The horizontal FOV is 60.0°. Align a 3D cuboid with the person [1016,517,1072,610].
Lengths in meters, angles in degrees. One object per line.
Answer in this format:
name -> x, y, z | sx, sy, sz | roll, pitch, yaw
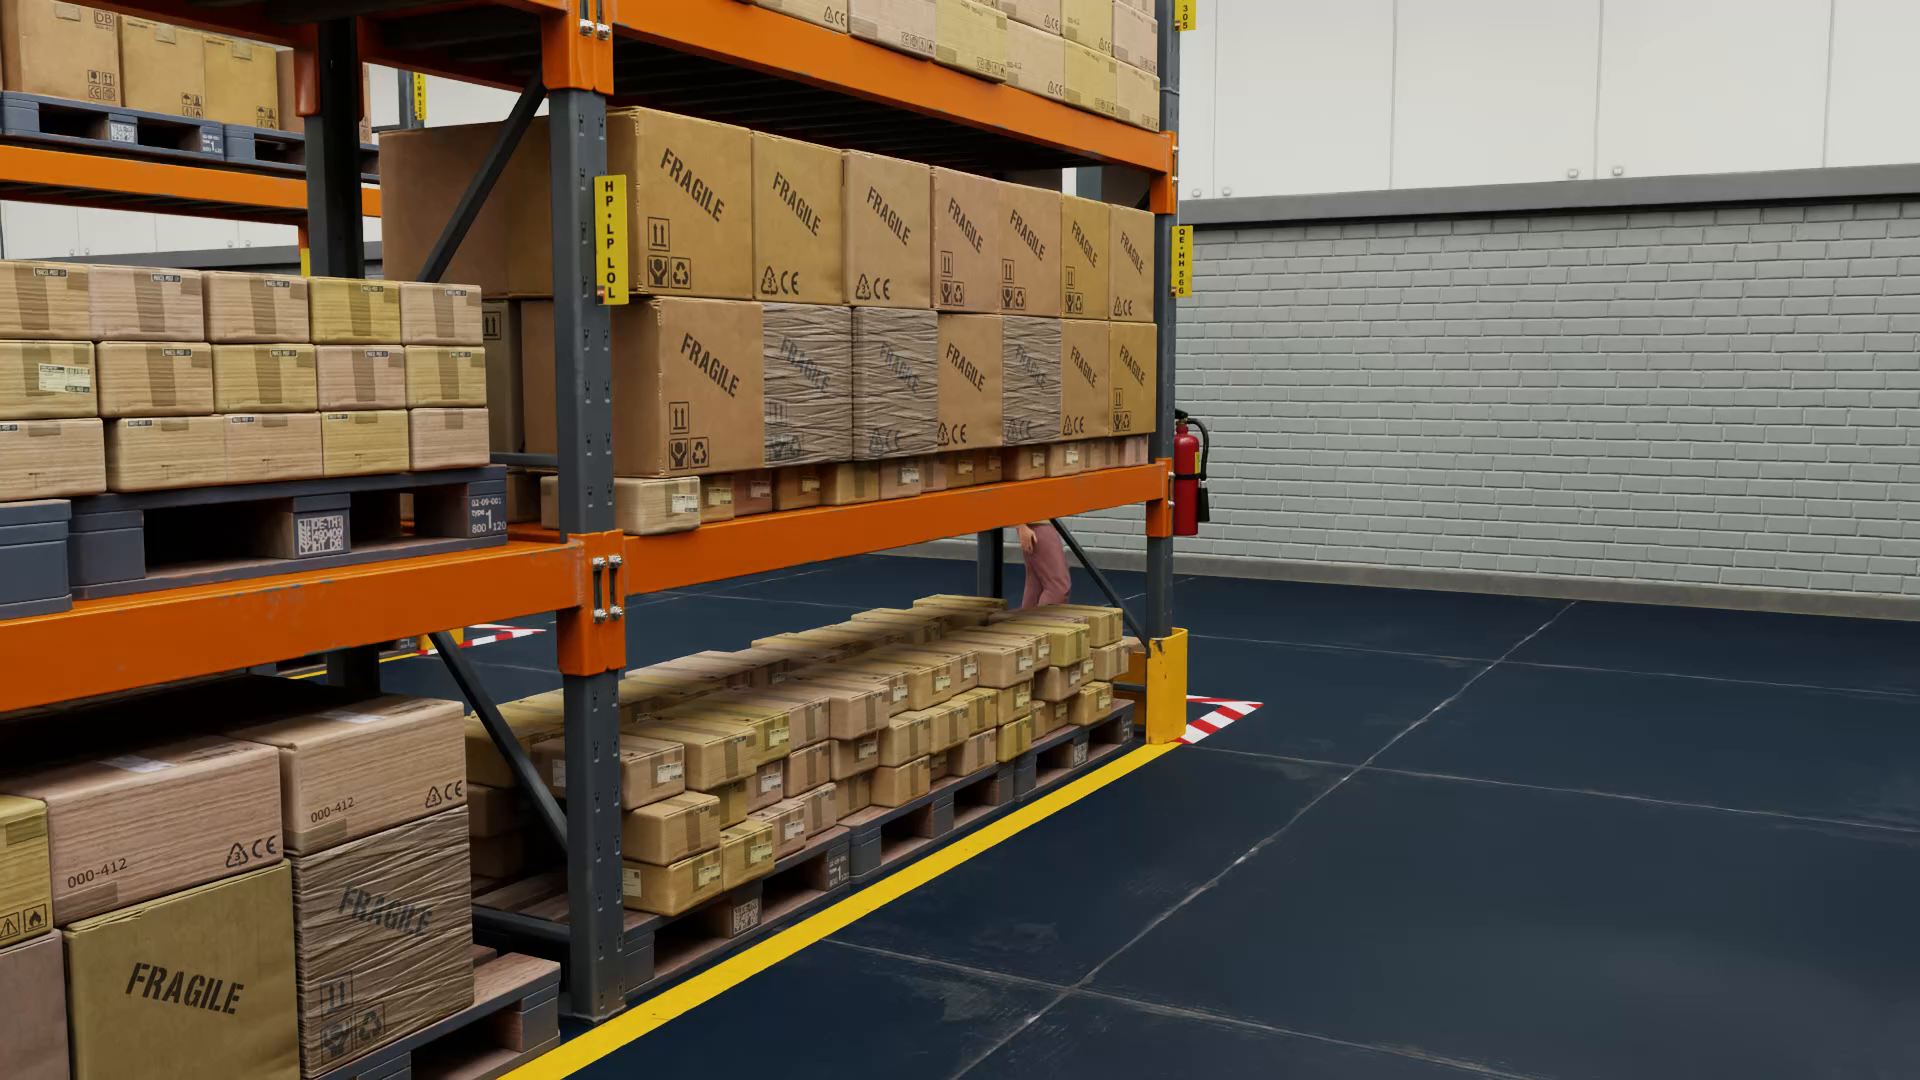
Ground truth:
person -> 0.491, -0.056, 9.445 | 0.447, 1.699, 0.455 | 1, 6, 14
